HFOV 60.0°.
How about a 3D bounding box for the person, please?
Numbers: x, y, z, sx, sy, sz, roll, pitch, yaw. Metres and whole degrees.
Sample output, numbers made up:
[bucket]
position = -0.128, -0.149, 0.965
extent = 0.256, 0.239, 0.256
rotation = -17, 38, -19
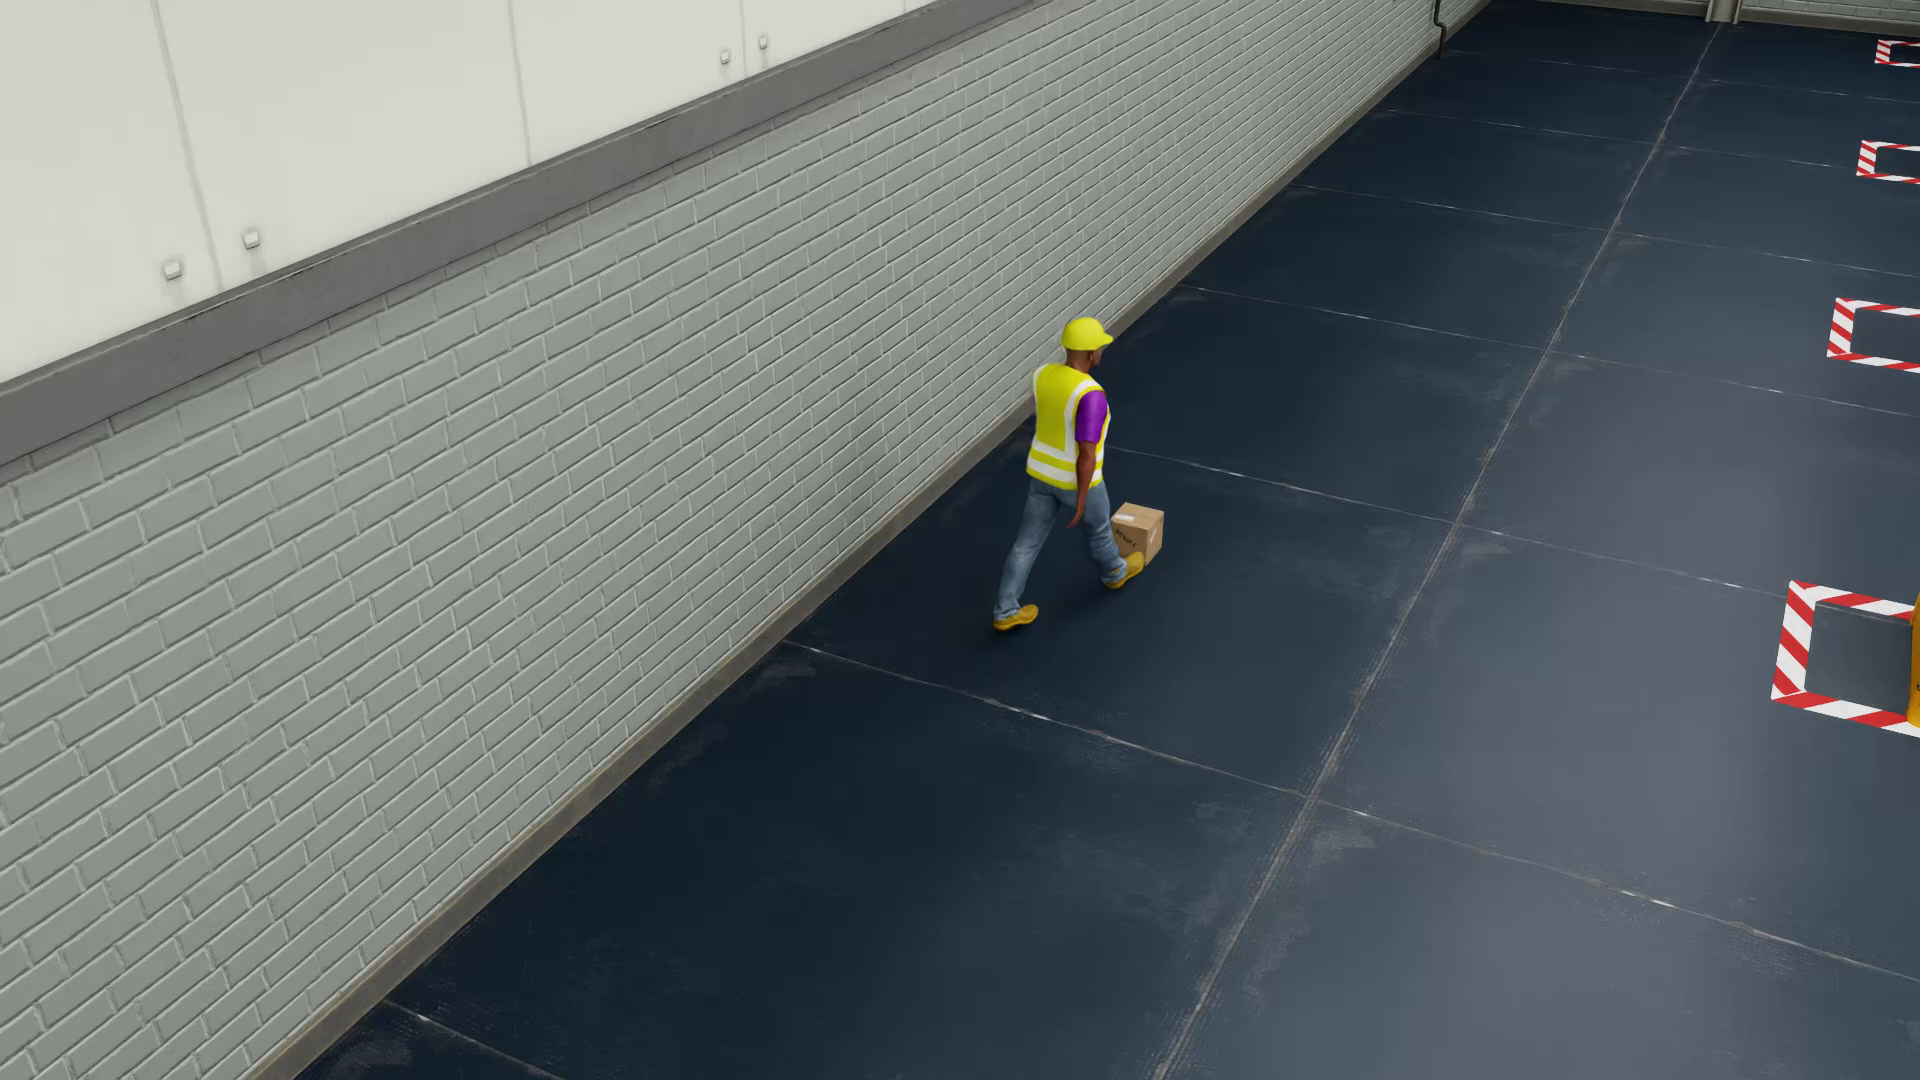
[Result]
[person]
position = 0.613, -0.393, 8.944
extent = 0.568, 1.693, 1.084
rotation = 25, 38, 37
